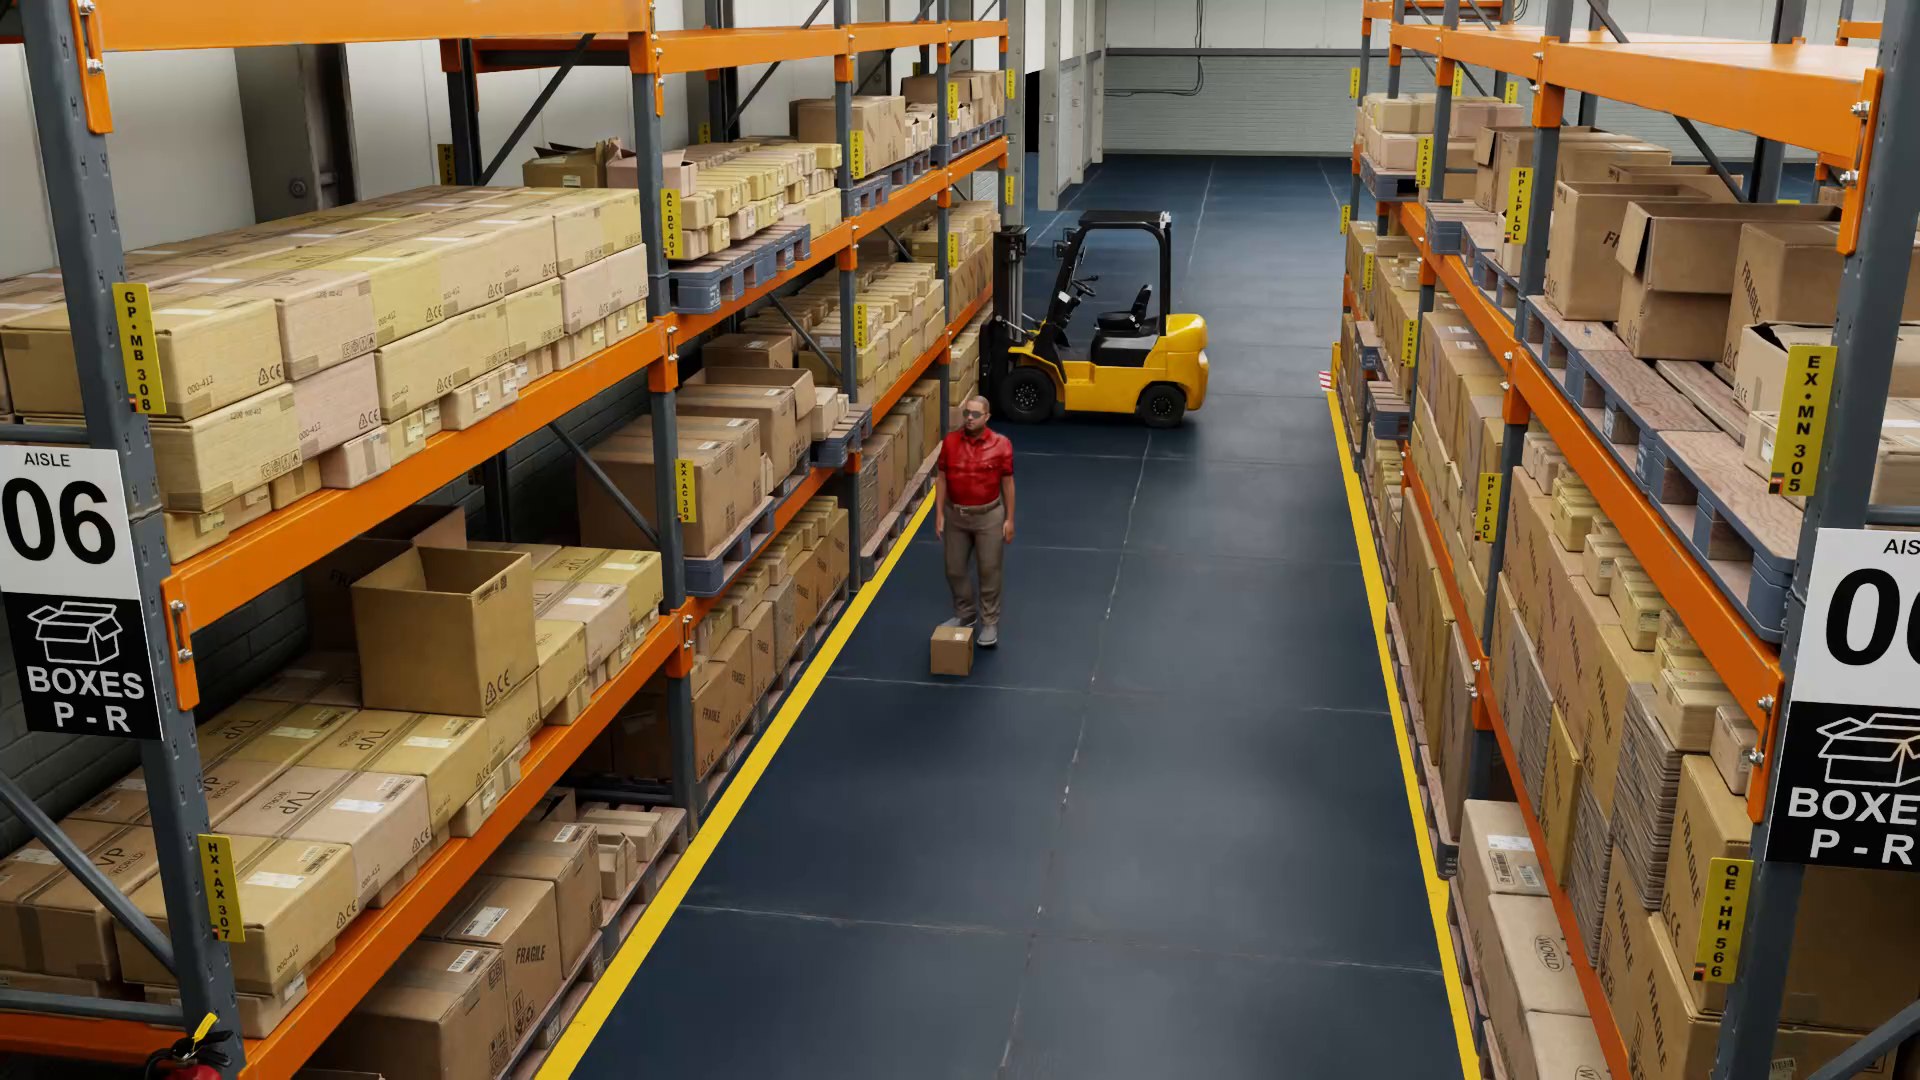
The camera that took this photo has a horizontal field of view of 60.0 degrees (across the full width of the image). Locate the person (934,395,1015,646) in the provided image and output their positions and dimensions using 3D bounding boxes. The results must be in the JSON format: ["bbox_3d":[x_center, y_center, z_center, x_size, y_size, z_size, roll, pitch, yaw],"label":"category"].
[{"bbox_3d":[0.099,-0.144,11.478,0.556,1.727,0.417,5,18,16],"label":"person"}]
